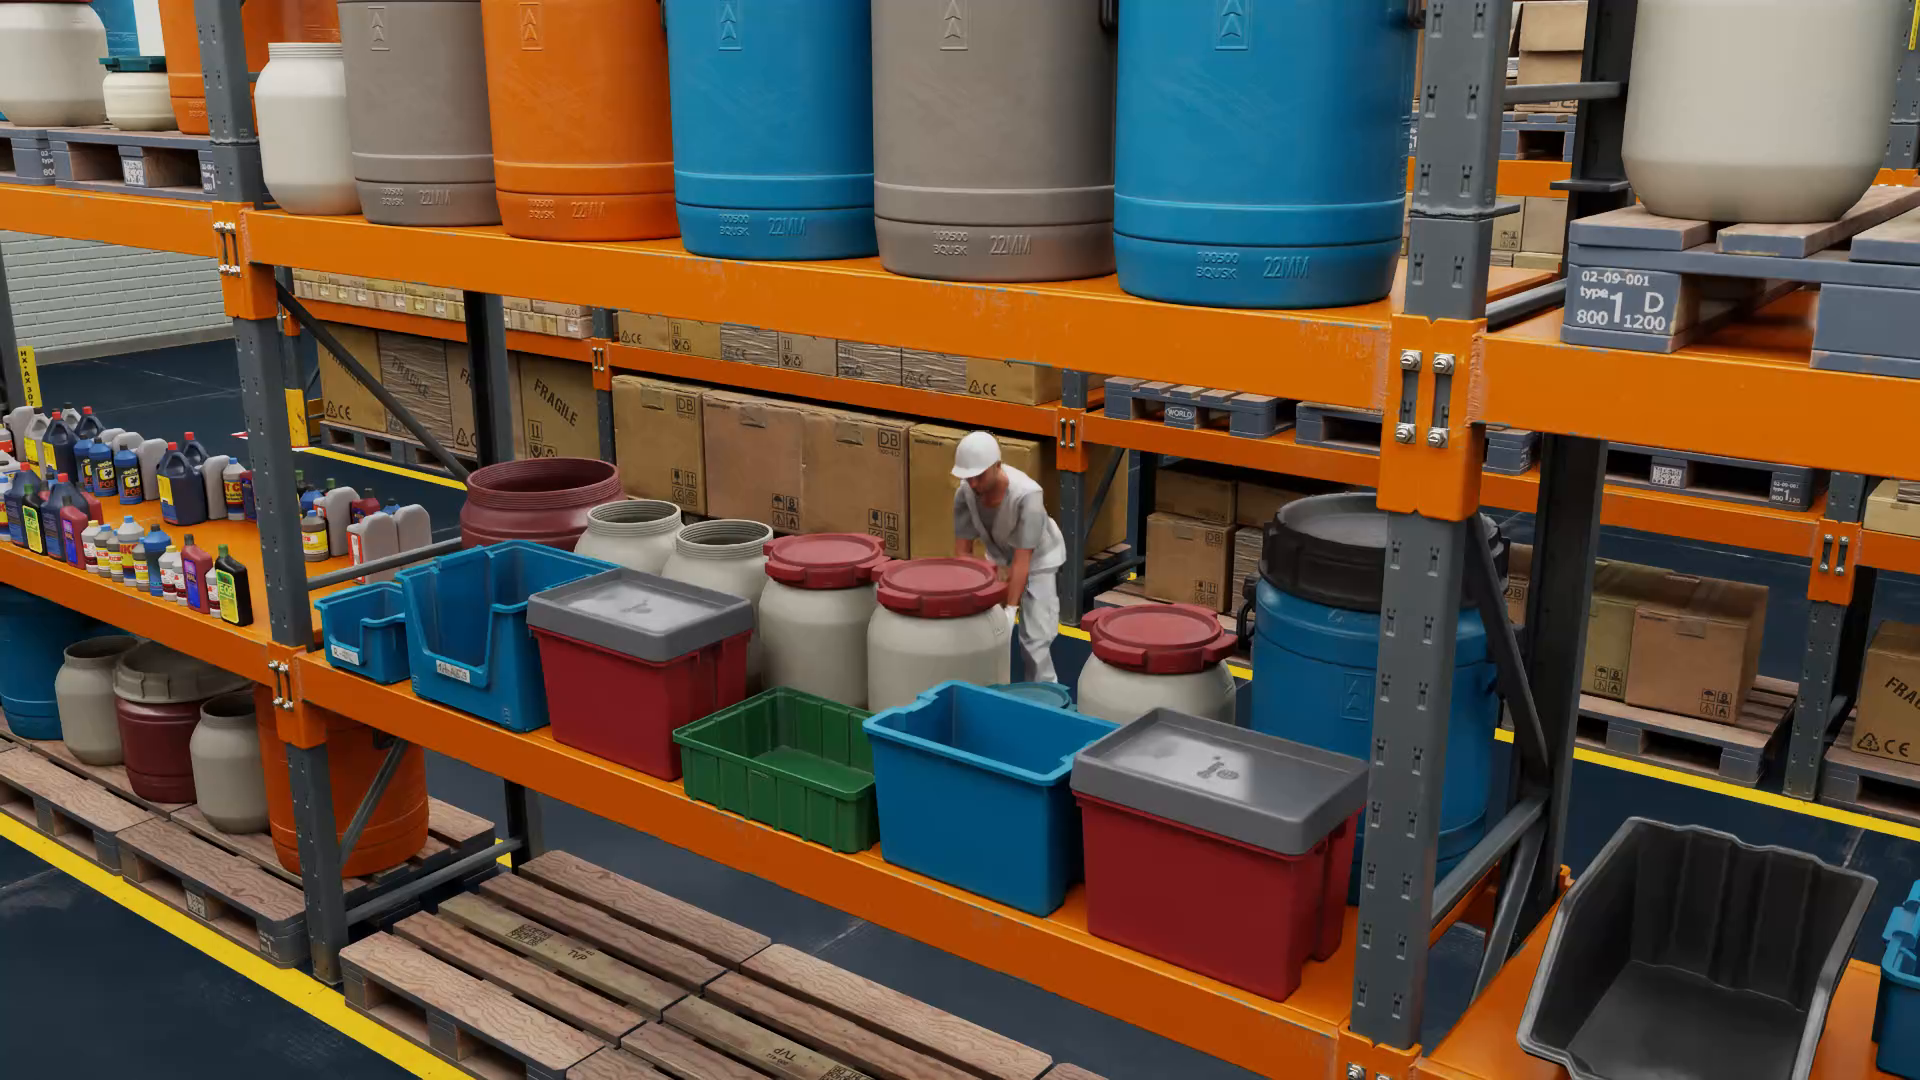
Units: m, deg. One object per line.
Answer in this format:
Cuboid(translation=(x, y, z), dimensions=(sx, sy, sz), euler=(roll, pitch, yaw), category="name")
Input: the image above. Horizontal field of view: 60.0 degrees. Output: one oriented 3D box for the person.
Cuboid(translation=(0.202, 0.238, 7.964), dimensions=(0.484, 1.628, 0.739), euler=(11, 20, 34), category="person")
